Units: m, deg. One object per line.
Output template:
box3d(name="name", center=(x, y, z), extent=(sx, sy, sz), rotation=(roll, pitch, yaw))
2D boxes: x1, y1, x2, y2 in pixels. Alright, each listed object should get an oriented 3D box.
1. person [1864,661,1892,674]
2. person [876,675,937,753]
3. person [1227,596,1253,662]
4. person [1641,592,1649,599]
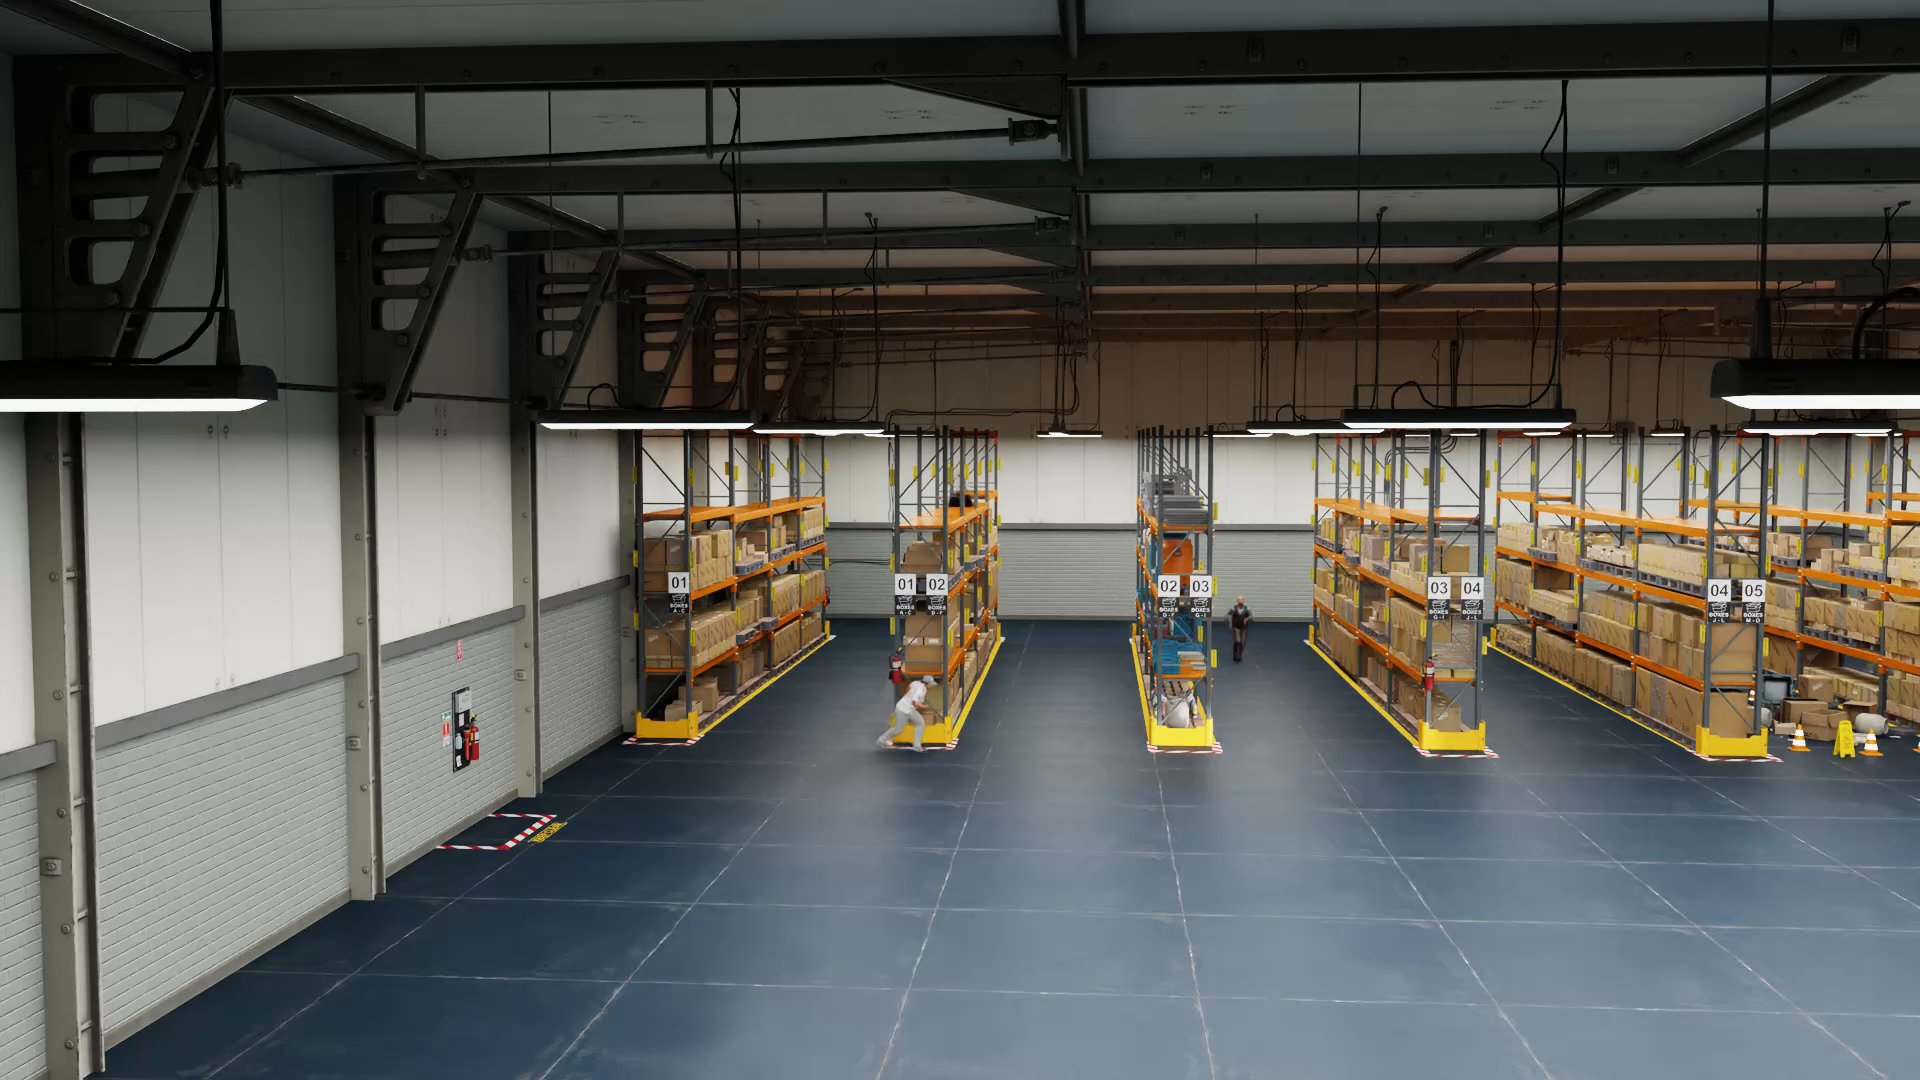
box3d(name="person", center=(22.322, 2.462, 40.409), extent=(0.562, 1.644, 0.903), rotation=(0, 3, -6))
box3d(name="person", center=(-0.983, 3.190, 30.454), extent=(1.162, 1.460, 0.587), rotation=(1, 3, 9))
box3d(name="person", center=(7.219, 2.294, 42.789), extent=(0.620, 1.710, 0.690), rotation=(0, 3, -2))
box3d(name="person", center=(19.565, 2.079, 47.521), extent=(0.726, 1.567, 0.538), rotation=(0, 3, -6))
